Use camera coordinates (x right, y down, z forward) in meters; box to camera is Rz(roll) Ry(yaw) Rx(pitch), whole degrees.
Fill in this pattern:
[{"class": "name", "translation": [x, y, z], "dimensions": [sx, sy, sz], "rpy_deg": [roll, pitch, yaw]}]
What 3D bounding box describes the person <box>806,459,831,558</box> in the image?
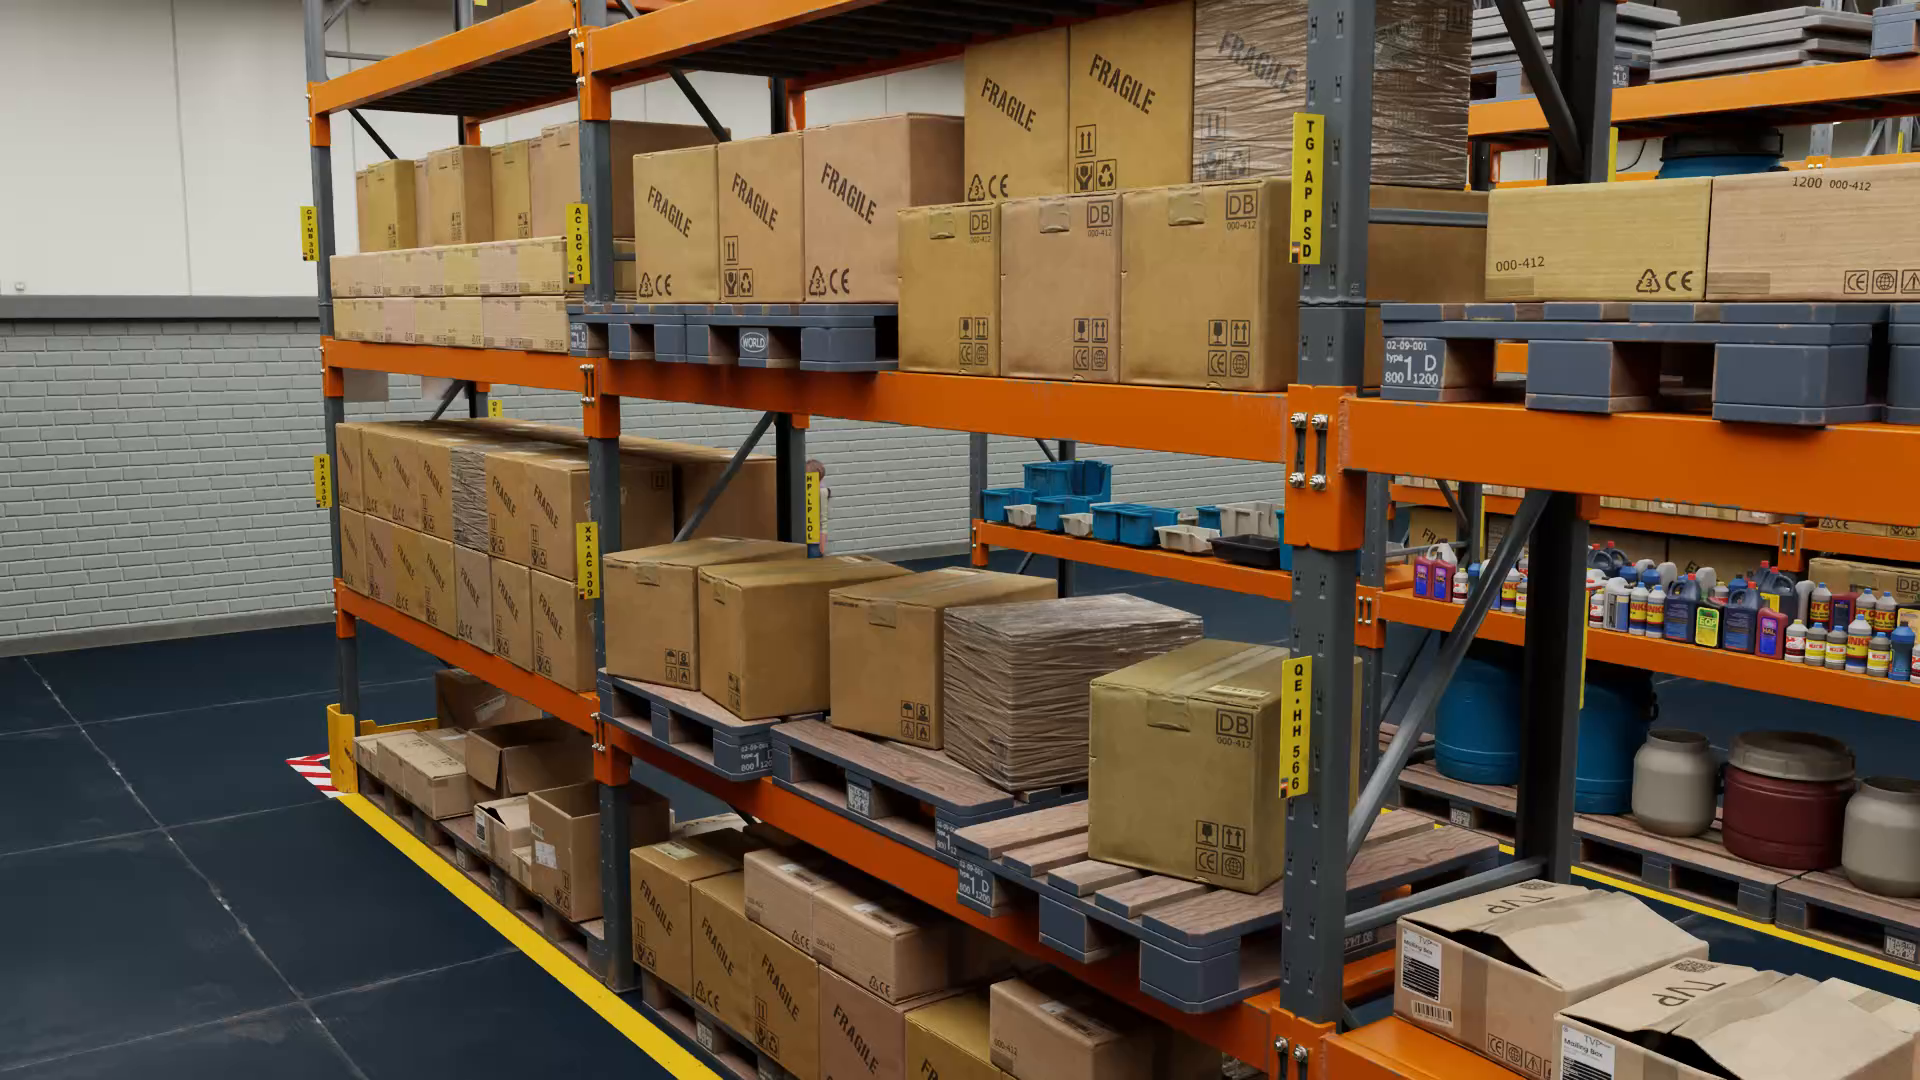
[{"class": "person", "translation": [-1.417, 0.073, 15.645], "dimensions": [0.459, 1.656, 0.419], "rpy_deg": [-6, 10, -35]}]
